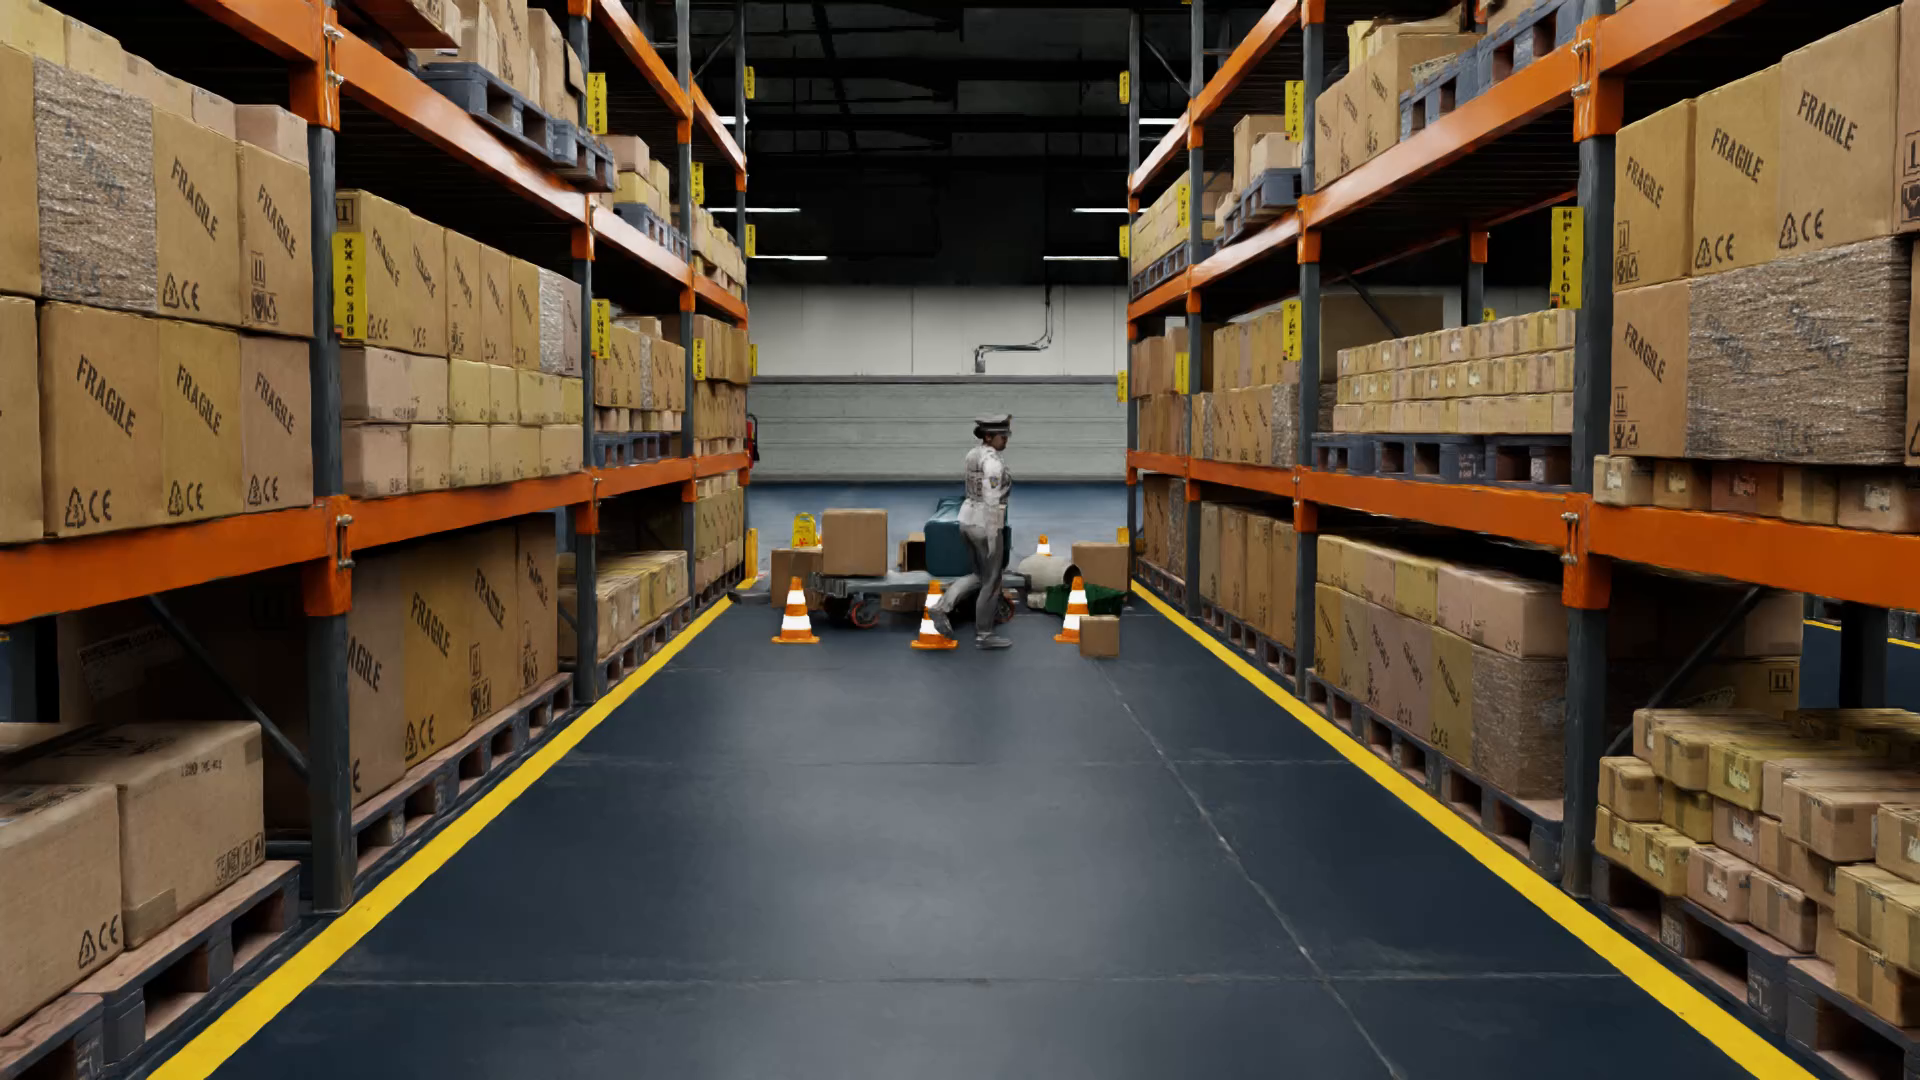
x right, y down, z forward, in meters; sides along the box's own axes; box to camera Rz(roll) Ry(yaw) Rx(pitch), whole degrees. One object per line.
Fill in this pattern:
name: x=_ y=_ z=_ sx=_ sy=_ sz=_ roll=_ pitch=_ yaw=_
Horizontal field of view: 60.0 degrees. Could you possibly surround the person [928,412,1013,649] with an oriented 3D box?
person: x=0.121 y=-0.055 z=11.389 sx=0.634 sy=1.638 sz=0.517 roll=-2 pitch=4 yaw=-25
